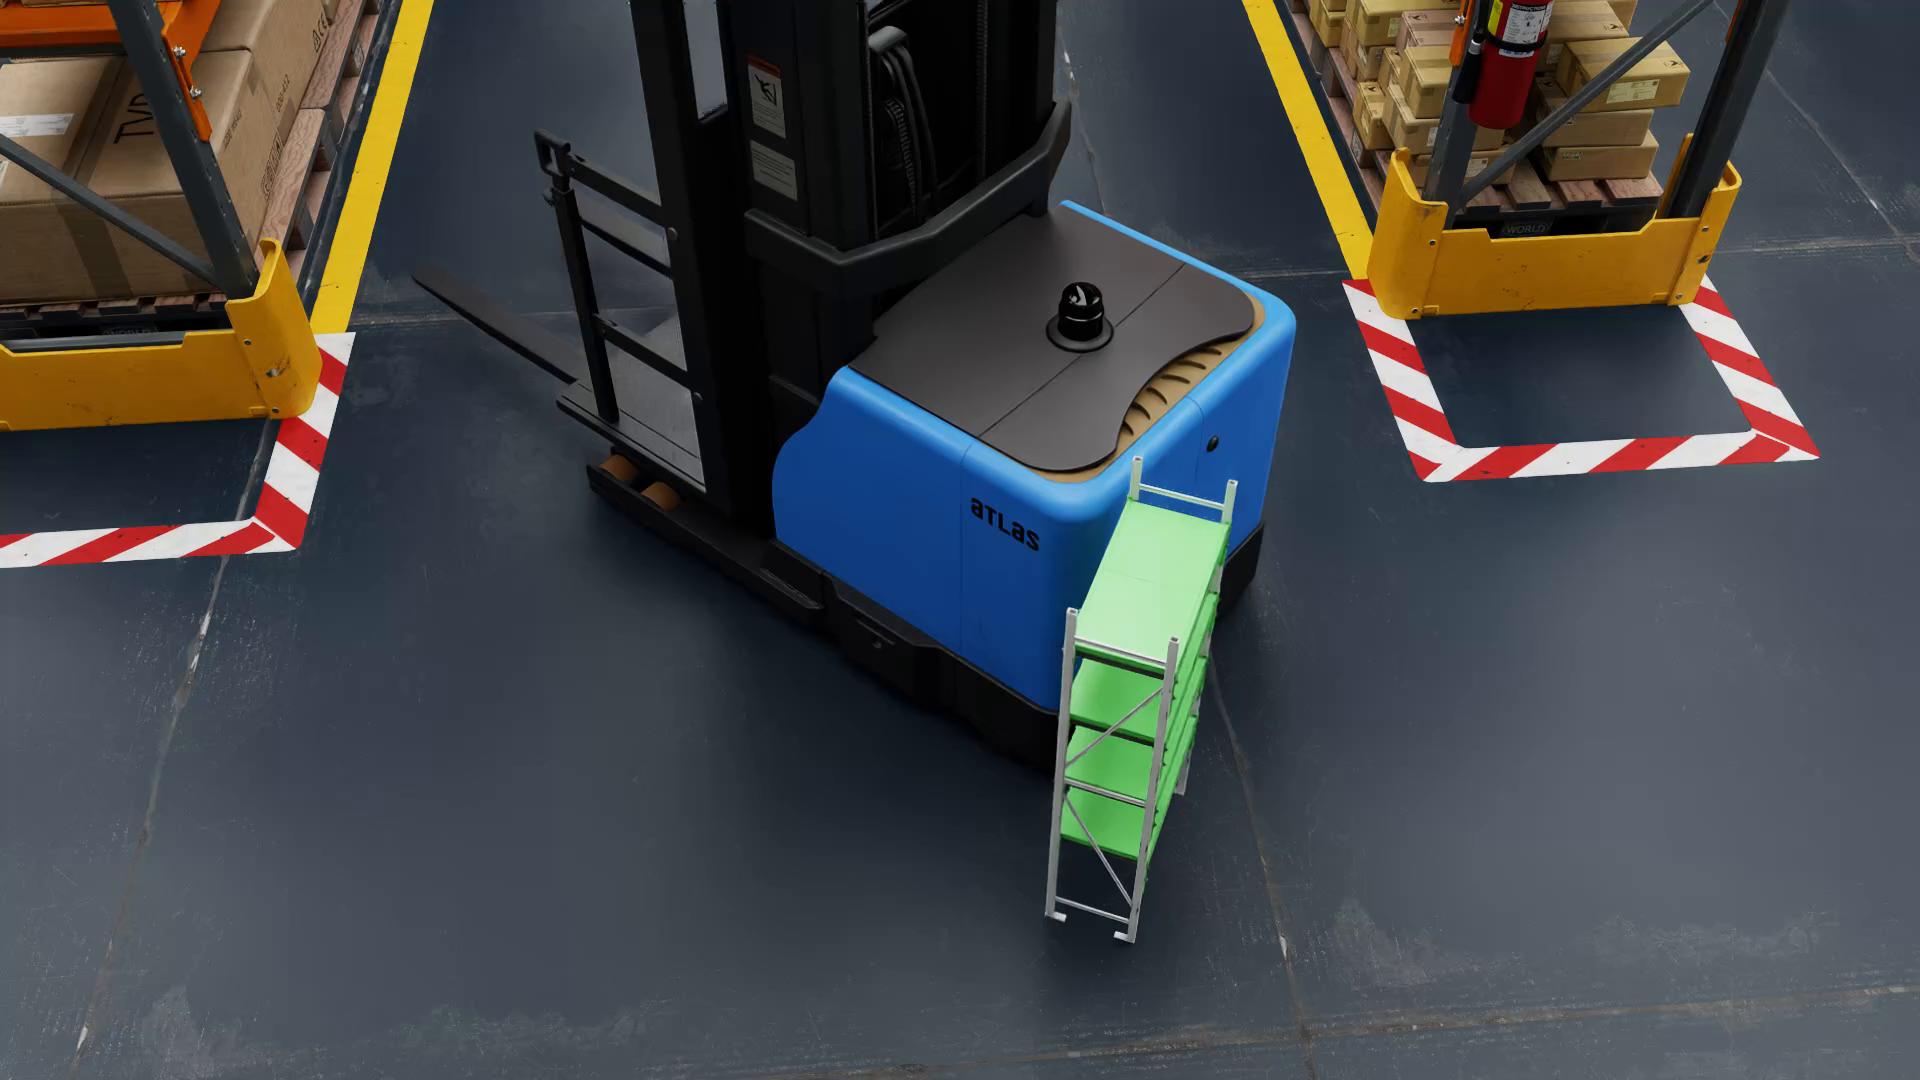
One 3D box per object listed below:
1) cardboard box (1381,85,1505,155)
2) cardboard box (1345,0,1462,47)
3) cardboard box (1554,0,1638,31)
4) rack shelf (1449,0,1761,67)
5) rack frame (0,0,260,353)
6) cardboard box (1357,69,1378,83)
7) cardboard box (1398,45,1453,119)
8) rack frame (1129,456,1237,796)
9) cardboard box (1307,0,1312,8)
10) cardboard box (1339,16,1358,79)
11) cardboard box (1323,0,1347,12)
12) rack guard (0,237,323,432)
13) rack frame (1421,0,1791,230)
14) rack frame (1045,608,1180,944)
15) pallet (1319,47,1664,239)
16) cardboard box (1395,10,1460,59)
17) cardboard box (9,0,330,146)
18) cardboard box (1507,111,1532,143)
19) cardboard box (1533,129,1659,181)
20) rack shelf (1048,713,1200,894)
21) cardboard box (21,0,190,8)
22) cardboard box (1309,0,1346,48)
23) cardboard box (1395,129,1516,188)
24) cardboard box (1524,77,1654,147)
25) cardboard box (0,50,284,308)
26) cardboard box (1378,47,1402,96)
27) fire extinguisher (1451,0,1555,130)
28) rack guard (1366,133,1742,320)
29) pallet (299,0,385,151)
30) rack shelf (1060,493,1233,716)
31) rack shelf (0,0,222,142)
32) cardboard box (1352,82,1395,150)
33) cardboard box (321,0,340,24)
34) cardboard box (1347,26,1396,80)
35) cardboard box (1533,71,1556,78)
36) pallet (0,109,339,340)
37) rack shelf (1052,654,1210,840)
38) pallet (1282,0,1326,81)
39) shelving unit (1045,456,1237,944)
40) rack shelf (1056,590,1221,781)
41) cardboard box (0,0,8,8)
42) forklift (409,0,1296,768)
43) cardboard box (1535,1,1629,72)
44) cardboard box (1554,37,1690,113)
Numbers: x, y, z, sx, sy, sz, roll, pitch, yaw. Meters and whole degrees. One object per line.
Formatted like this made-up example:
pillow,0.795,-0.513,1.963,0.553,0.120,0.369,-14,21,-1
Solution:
cardboard box,1.783,-1.558,6.129,0.380,0.149,0.250,-5,47,-4
cardboard box,1.703,-2.029,6.370,0.380,0.149,0.250,-4,47,-4
cardboard box,2.370,-2.078,6.417,0.380,0.149,0.250,-4,47,-3
rack shelf,1.945,-3.127,6.641,1.077,0.370,4.000,-3,47,-3
rack frame,-2.812,-1.553,4.655,1.000,3.000,0.127,-3,47,-3
cardboard box,1.801,-1.836,6.597,0.380,0.149,0.250,-4,47,-3
cardboard box,1.815,-1.664,6.024,0.380,0.149,0.250,-3,47,-3
rack frame,0.506,0.256,4.181,0.240,1.200,0.015,15,48,14
cardboard box,1.681,-2.394,7.125,0.380,0.149,0.250,-3,47,-3
cardboard box,1.768,-2.014,6.766,0.380,0.149,0.250,-3,47,-3
cardboard box,1.682,-2.308,6.839,0.380,0.149,0.250,-3,47,-3
rack guard,-2.810,-0.677,5.546,1.175,0.500,0.348,-3,47,-3
rack frame,2.112,-1.927,5.010,1.000,3.000,0.127,-3,47,-3
rack frame,0.337,0.588,3.866,0.240,1.200,0.015,15,48,14
pallet,2.073,-1.614,6.633,1.003,0.211,1.213,-3,47,-3
cardboard box,1.851,-1.849,6.200,0.380,0.149,0.250,-3,47,-3
cardboard box,-3.052,-1.950,6.506,0.875,0.438,0.875,-2,47,-2
cardboard box,2.284,-1.674,6.444,0.380,0.149,0.250,-4,47,-3
cardboard box,2.387,-1.490,6.270,0.380,0.149,0.250,-3,47,-2
rack shelf,0.422,0.631,4.244,0.258,0.148,0.480,15,48,14
cardboard box,-2.566,-1.953,4.964,0.500,0.500,0.500,-4,47,-4
cardboard box,1.684,-2.195,6.937,0.380,0.149,0.250,-5,47,-5
cardboard box,1.860,-1.460,6.241,0.380,0.149,0.250,-3,47,-3
cardboard box,2.324,-1.589,6.158,0.380,0.149,0.250,-2,47,-2
cardboard box,-2.967,-1.288,5.880,0.875,0.438,0.875,-5,47,-5
cardboard box,1.815,-1.751,6.312,0.380,0.149,0.250,-4,47,-4
fire extinguisher,1.673,-1.562,4.974,0.296,0.674,0.183,-3,47,-3
rack guard,2.106,-1.123,5.969,1.175,0.500,0.348,-3,47,-3
pallet,-3.056,-2.049,7.045,1.003,0.211,1.213,-3,47,-3
rack shelf,0.422,0.136,3.722,0.258,0.148,0.480,15,48,14
rack shelf,-2.980,-2.753,6.287,1.077,0.370,4.000,-3,47,-3
cardboard box,1.738,-1.640,6.411,0.380,0.149,0.250,-2,47,-2
cardboard box,-3.126,-2.602,7.124,0.875,0.438,0.875,-5,47,-4
cardboard box,1.738,-1.934,6.485,0.380,0.149,0.250,-5,47,-5
cardboard box,2.357,-1.790,6.349,0.380,0.149,0.250,-4,47,-3
pallet,-2.957,-1.168,6.211,1.003,0.211,1.213,-3,47,-3
rack shelf,0.422,0.466,4.070,0.258,0.148,0.480,15,48,14
pallet,1.974,-2.494,7.467,1.003,0.211,1.213,-3,47,-3
shelving unit,0.422,0.422,4.024,0.258,1.200,0.503,15,48,14
rack shelf,0.422,0.301,3.896,0.258,0.148,0.480,15,48,14
cardboard box,-3.116,-1.921,4.934,0.500,0.500,0.500,-3,47,-3
forklift,-0.558,-1.292,4.455,3.031,2.935,1.130,31,54,26
cardboard box,2.264,-1.888,6.237,0.380,0.149,0.250,-3,47,-3
cardboard box,2.407,-1.696,6.055,0.380,0.149,0.250,-5,47,-5
